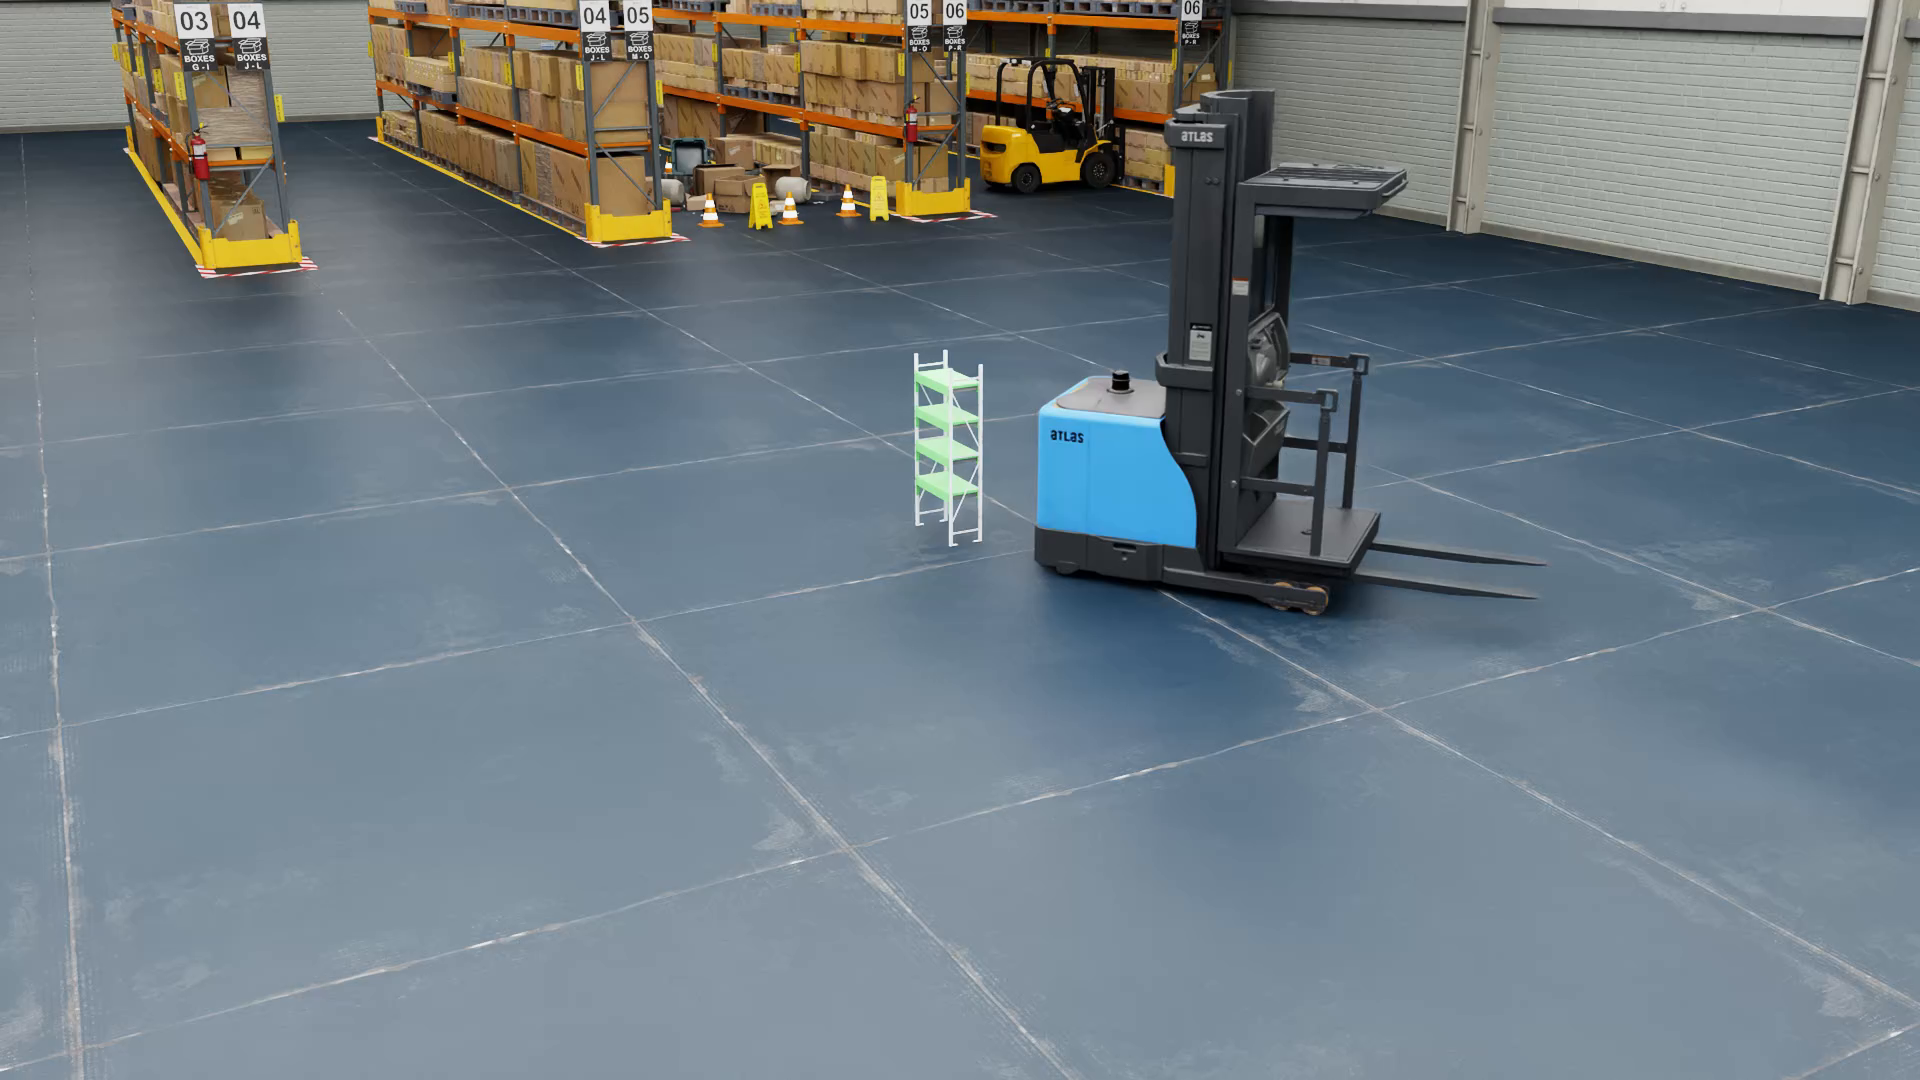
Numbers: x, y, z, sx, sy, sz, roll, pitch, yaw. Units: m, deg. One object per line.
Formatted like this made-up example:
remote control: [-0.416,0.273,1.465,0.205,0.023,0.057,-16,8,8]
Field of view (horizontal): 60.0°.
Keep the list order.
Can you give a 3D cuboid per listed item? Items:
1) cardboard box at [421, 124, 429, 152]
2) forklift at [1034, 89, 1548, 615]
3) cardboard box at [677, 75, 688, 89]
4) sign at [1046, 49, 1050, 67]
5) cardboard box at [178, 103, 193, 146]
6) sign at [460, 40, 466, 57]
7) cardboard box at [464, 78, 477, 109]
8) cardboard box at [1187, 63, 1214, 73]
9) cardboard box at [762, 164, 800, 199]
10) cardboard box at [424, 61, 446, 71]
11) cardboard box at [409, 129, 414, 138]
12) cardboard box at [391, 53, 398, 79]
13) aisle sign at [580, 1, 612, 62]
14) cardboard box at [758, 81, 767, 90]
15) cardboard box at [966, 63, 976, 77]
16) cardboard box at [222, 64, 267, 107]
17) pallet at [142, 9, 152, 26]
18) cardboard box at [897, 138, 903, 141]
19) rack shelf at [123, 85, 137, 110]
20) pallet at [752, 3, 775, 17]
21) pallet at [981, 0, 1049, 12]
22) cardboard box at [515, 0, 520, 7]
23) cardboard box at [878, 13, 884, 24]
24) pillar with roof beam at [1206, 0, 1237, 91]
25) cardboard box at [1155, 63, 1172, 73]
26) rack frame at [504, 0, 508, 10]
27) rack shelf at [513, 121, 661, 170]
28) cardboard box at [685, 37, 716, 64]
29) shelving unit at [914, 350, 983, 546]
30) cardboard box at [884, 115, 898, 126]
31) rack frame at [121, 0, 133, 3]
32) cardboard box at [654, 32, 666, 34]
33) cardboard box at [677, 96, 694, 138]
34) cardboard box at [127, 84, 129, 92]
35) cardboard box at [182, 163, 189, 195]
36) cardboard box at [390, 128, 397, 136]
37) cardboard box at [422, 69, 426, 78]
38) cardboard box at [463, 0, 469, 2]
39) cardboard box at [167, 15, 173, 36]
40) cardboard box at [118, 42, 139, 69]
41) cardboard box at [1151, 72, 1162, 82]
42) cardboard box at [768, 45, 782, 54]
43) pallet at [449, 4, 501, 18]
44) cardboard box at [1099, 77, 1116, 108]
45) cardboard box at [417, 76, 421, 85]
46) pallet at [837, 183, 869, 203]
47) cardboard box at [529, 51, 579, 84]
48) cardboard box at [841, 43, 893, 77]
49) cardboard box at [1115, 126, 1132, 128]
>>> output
cardboard box: [-10.268,-7.919,32.671,0.500,0.500,0.500,-9,21,-25]
forklift: [2.036,-1.138,9.936,3.031,2.935,1.130,8,21,22]
cardboard box: [-5.395,-9.270,33.628,0.500,0.250,0.500,-10,22,-28]
sign: [1.616,-8.848,30.520,0.100,0.325,0.005,-10,21,-27]
cardboard box: [-9.680,-5.446,21.707,0.875,0.500,0.500,-10,21,-27]
sign: [-9.898,-9.790,33.129,0.100,0.325,0.005,-10,21,-27]
cardboard box: [-8.266,-7.738,28.805,0.500,0.500,0.500,-10,22,-27]
cardboard box: [4.017,-7.900,27.825,0.380,0.149,0.250,-10,22,-28]
cardboard box: [-2.967,-5.956,27.621,0.500,0.500,0.500,4,19,11]
cardboard box: [-9.734,-8.809,30.892,0.380,0.149,0.250,-9,21,-24]
cardboard box: [-10.954,-8.264,33.753,0.380,0.149,0.250,-11,22,-29]
cardboard box: [-11.344,-9.731,34.123,0.500,0.500,0.500,-10,21,-27]
aisle sign: [-4.917,-6.873,22.465,0.394,0.787,0.004,-10,21,-27]
cardboard box: [-3.462,-8.289,30.296,0.380,0.149,0.250,-9,21,-25]
cardboard box: [0.422,-9.429,33.322,0.500,0.250,0.500,-9,21,-25]
cardboard box: [-9.121,-5.832,21.292,0.500,0.500,0.500,-10,21,-27]
pallet: [-11.694,-7.940,25.232,1.213,0.211,1.003,-10,21,-27]
cardboard box: [-1.013,-6.335,27.315,0.500,0.500,0.500,-10,21,-26]
rack shelf: [-15.748,-8.650,32.705,1.077,0.370,4.000,-10,21,-27]
pallet: [-2.973,-9.475,29.681,1.213,0.211,1.003,-10,21,-27]
pallet: [1.124,-10.400,32.363,1.003,0.211,1.213,-9,21,-24]
cardboard box: [-6.471,-8.101,24.999,0.380,0.149,0.250,-10,21,-27]
cardboard box: [-1.037,-8.013,25.540,0.380,0.149,0.250,-9,21,-25]
pillar with roof beam: [0.662,-9.785,25.693,9.100,9.000,0.400,-10,21,-27]
cardboard box: [3.488,-7.907,27.844,0.380,0.149,0.250,-10,21,-27]
rack frame: [-6.586,-9.695,25.432,1.000,3.000,0.127,-10,21,-27]
rack shelf: [-5.637,-5.945,24.864,1.077,0.370,4.000,-10,21,-27]
cardboard box: [-5.134,-9.720,33.017,0.500,0.500,0.500,-10,21,-27]
shelving unit: [-0.079,-0.615,11.073,0.258,1.200,0.503,-10,21,-27]
cardboard box: [-0.962,-6.517,25.806,0.380,0.149,0.250,-10,22,-27]
rack frame: [-14.798,-11.252,29.945,1.000,3.000,0.127,-10,21,-27]
cardboard box: [-6.544,-10.564,35.461,0.500,0.500,0.500,-10,21,-27]
cardboard box: [-5.276,-8.722,34.422,0.875,0.875,0.875,-9,21,-25]
cardboard box: [-16.088,-8.851,32.570,0.380,0.149,0.250,-11,22,-28]
cardboard box: [-11.748,-5.626,25.995,0.700,0.500,0.500,-12,22,-31]
cardboard box: [-11.972,-8.732,35.564,0.380,0.149,0.250,-10,21,-26]
cardboard box: [-9.858,-8.743,31.155,0.380,0.149,0.250,-10,22,-28]
cardboard box: [-8.098,-9.214,28.071,0.500,0.250,0.500,-9,21,-25]
cardboard box: [-9.792,-6.560,21.177,0.500,0.250,0.500,-10,21,-26]
cardboard box: [-16.470,-9.666,33.168,0.500,0.500,0.500,-11,22,-28]
cardboard box: [3.429,-7.755,27.860,0.380,0.149,0.250,-10,21,-26]
cardboard box: [-3.185,-8.716,29.545,0.380,0.149,0.250,-11,22,-29]
pallet: [-8.133,-9.159,28.768,1.213,0.211,1.003,-9,21,-24]
cardboard box: [2.793,-7.864,29.170,0.500,0.500,0.500,-10,21,-26]
cardboard box: [-10.111,-8.755,31.645,0.380,0.149,0.250,-11,22,-29]
pallet: [-1.345,-5.799,27.612,1.003,0.211,1.213,-10,21,-27]
cardboard box: [-6.078,-7.189,25.482,0.875,0.550,0.550,-10,21,-27]
cardboard box: [-1.494,-7.721,26.768,0.700,0.500,0.500,-10,21,-27]
cardboard box: [2.765,-7.167,29.342,0.500,0.250,0.500,-10,22,-28]
